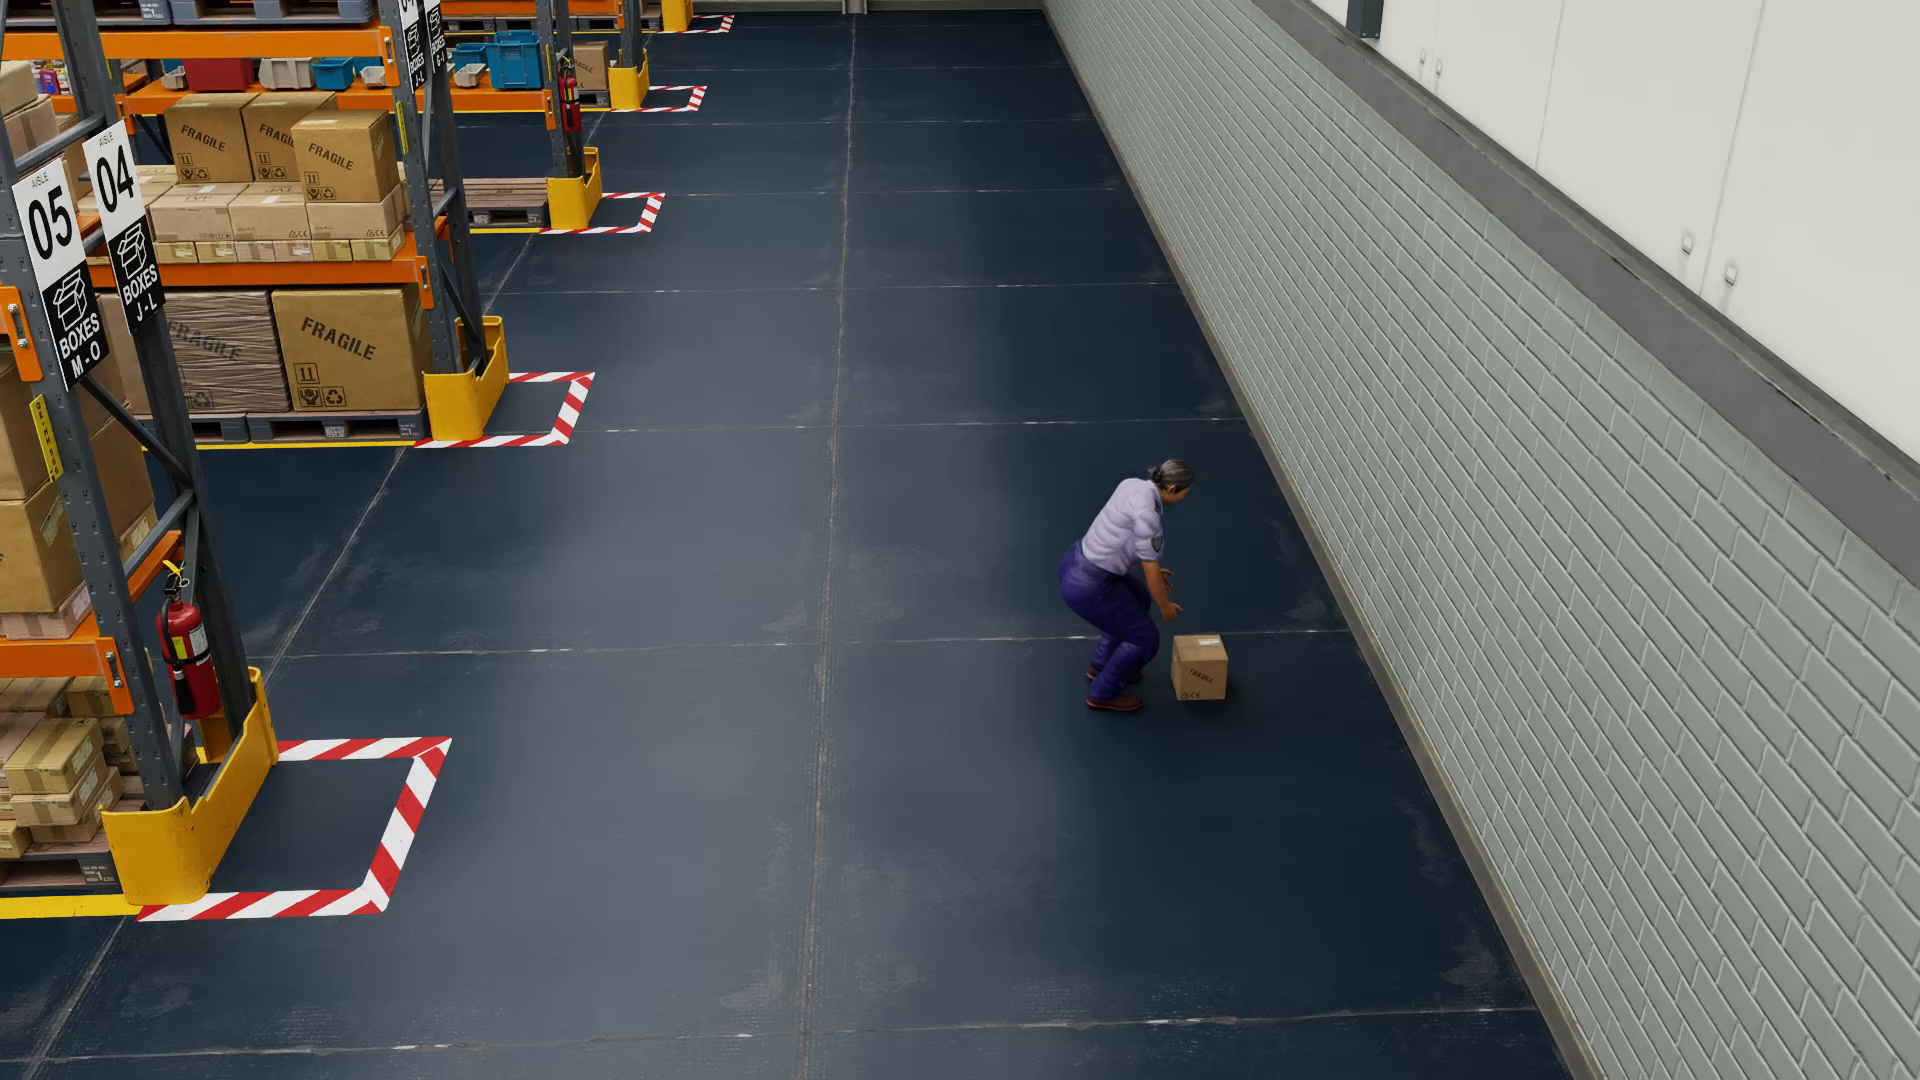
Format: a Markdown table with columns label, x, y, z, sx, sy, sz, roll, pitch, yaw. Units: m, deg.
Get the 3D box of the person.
| label | x | y | z | sx | sy | sz | roll | pitch | yaw |
| --- | --- | --- | --- | --- | --- | --- | --- | --- | --- |
| person | 0.839 | 0.202 | 8.593 | 0.673 | 1.340 | 0.536 | -1 | 28 | -2 |
